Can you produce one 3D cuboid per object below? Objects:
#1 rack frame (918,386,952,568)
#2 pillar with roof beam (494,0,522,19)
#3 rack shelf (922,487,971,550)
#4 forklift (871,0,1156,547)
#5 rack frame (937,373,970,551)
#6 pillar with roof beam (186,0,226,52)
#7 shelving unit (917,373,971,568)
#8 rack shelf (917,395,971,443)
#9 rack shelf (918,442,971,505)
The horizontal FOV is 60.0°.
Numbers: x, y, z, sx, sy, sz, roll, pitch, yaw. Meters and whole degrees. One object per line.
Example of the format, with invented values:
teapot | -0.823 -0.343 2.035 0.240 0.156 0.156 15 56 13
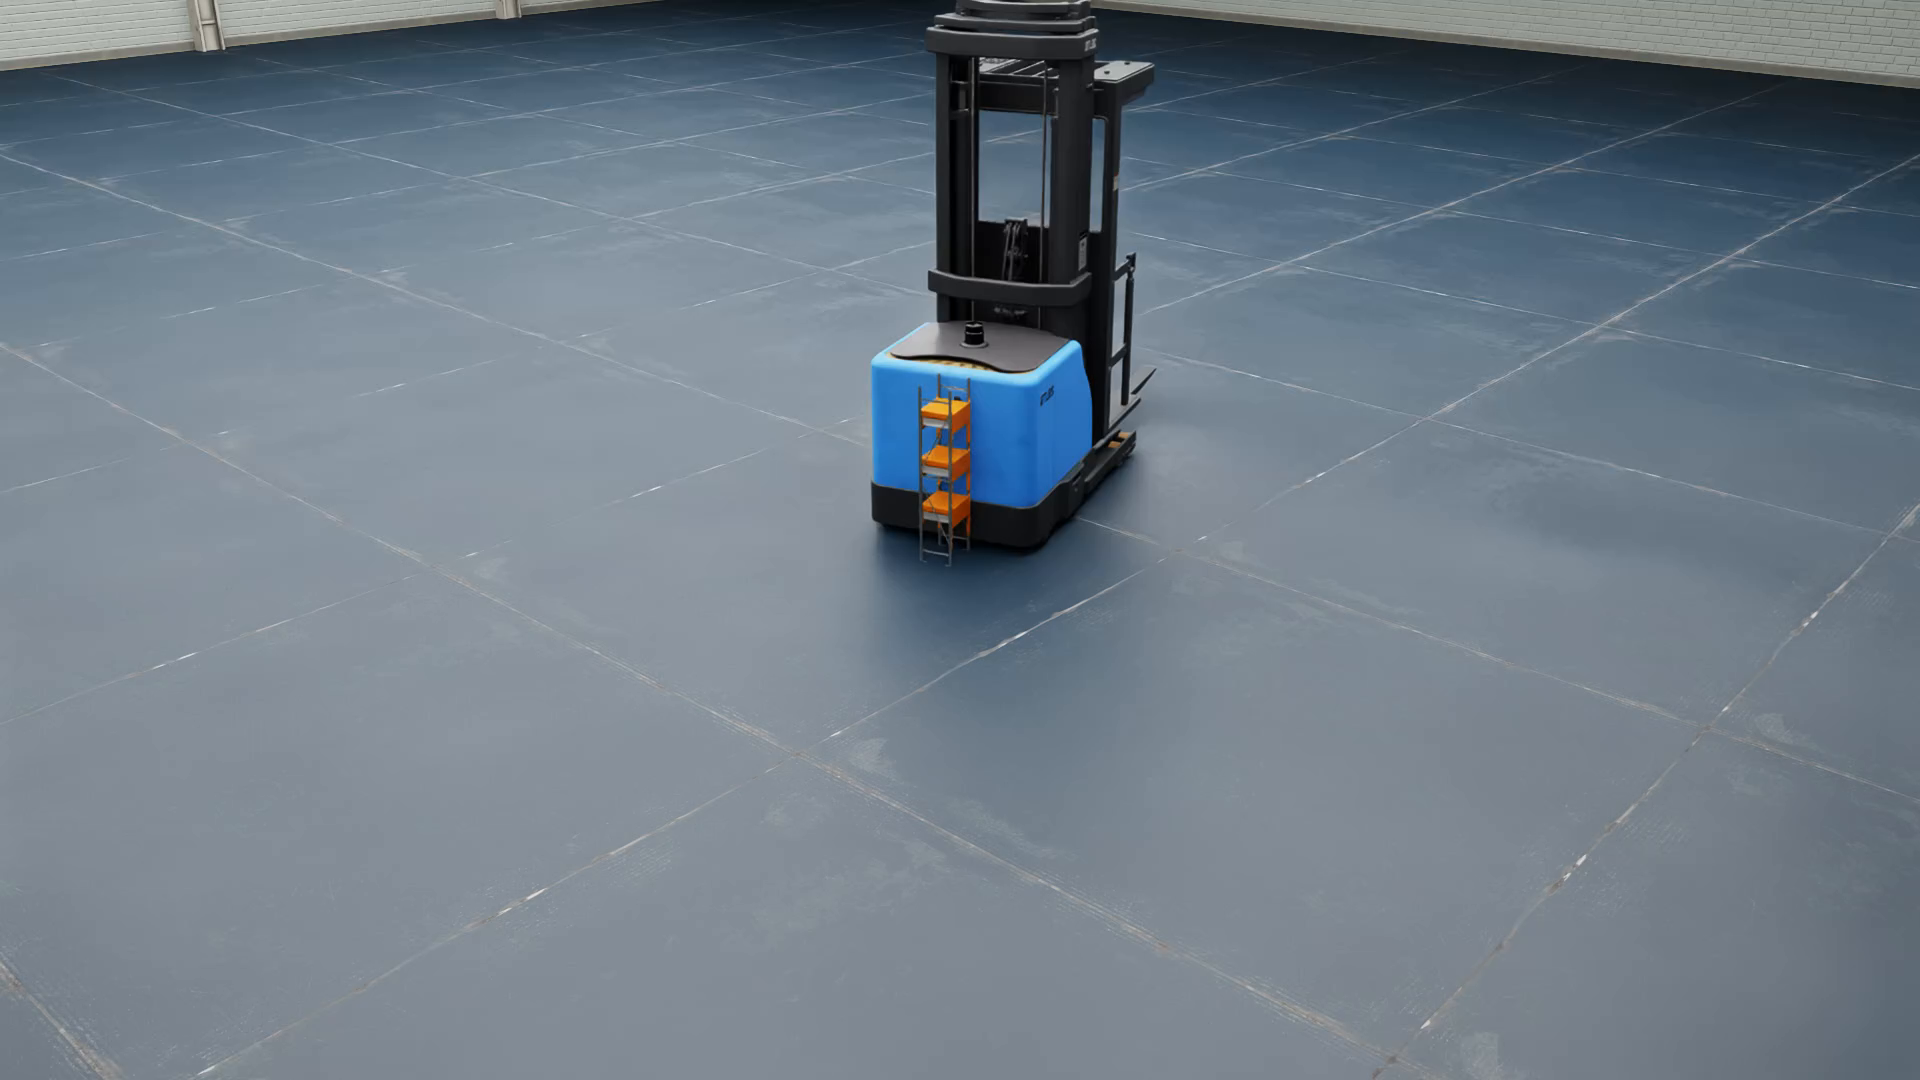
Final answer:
rack frame | -0.137 -0.341 9.227 0.200 1.050 0.008 11 26 23
pillar with roof beam | -5.634 -13.161 28.105 9.100 9.000 0.400 20 31 38
rack shelf | -0.086 -0.123 9.446 0.215 0.259 0.240 11 26 23
forklift | 0.516 -1.872 10.343 1.130 2.935 3.031 10 26 21
rack frame | -0.035 -0.431 9.429 0.200 1.050 0.008 11 26 23
pillar with roof beam | -9.639 -11.333 24.028 9.100 9.000 0.400 20 31 38
shelving unit | -0.086 -0.386 9.328 0.215 1.050 0.252 11 26 23
rack shelf | -0.086 -0.635 9.216 0.215 0.259 0.240 11 26 23
rack shelf | -0.086 -0.376 9.332 0.215 0.259 0.240 11 26 23
